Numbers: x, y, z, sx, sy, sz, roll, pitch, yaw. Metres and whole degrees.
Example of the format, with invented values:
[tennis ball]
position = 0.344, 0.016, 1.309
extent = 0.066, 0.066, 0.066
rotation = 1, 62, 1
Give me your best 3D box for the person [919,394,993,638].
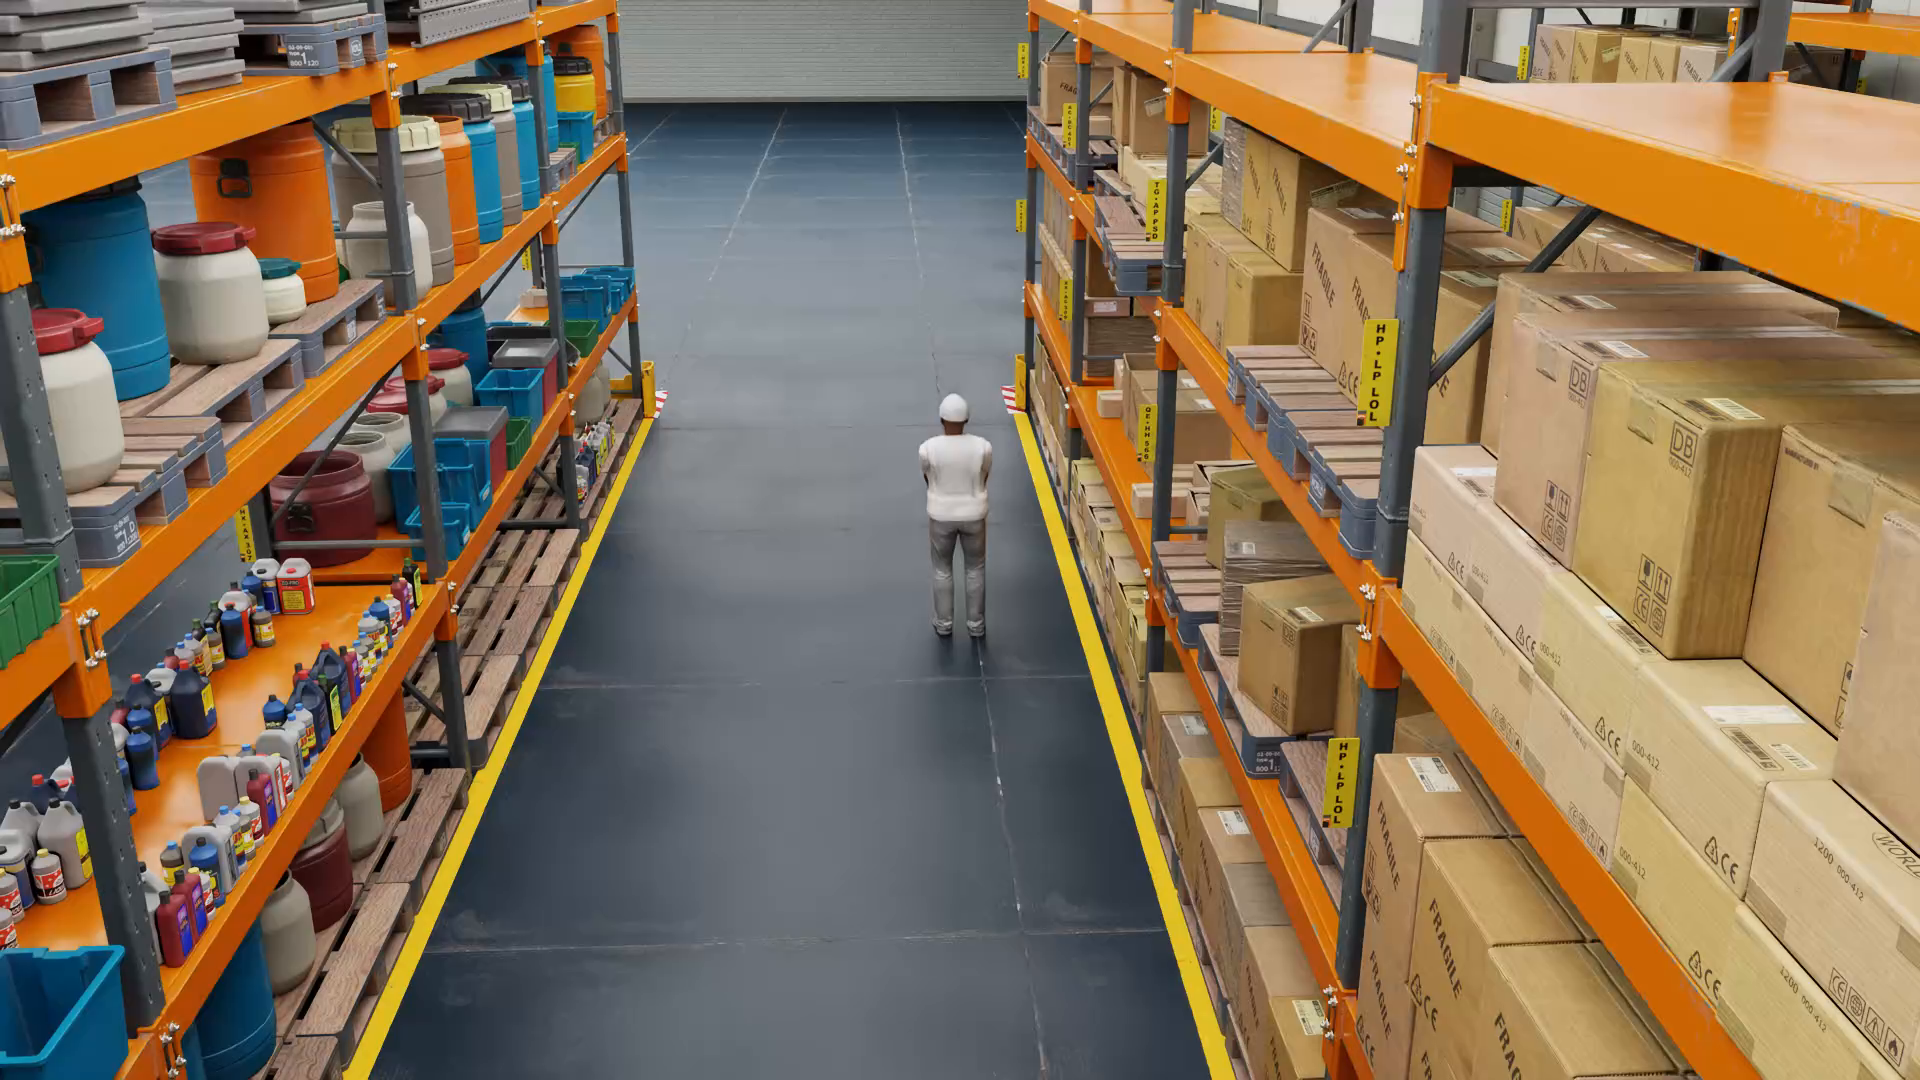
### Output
[person]
position = -0.033, -0.201, 11.593
extent = 0.504, 1.760, 0.575
rotation = -1, 20, -2
